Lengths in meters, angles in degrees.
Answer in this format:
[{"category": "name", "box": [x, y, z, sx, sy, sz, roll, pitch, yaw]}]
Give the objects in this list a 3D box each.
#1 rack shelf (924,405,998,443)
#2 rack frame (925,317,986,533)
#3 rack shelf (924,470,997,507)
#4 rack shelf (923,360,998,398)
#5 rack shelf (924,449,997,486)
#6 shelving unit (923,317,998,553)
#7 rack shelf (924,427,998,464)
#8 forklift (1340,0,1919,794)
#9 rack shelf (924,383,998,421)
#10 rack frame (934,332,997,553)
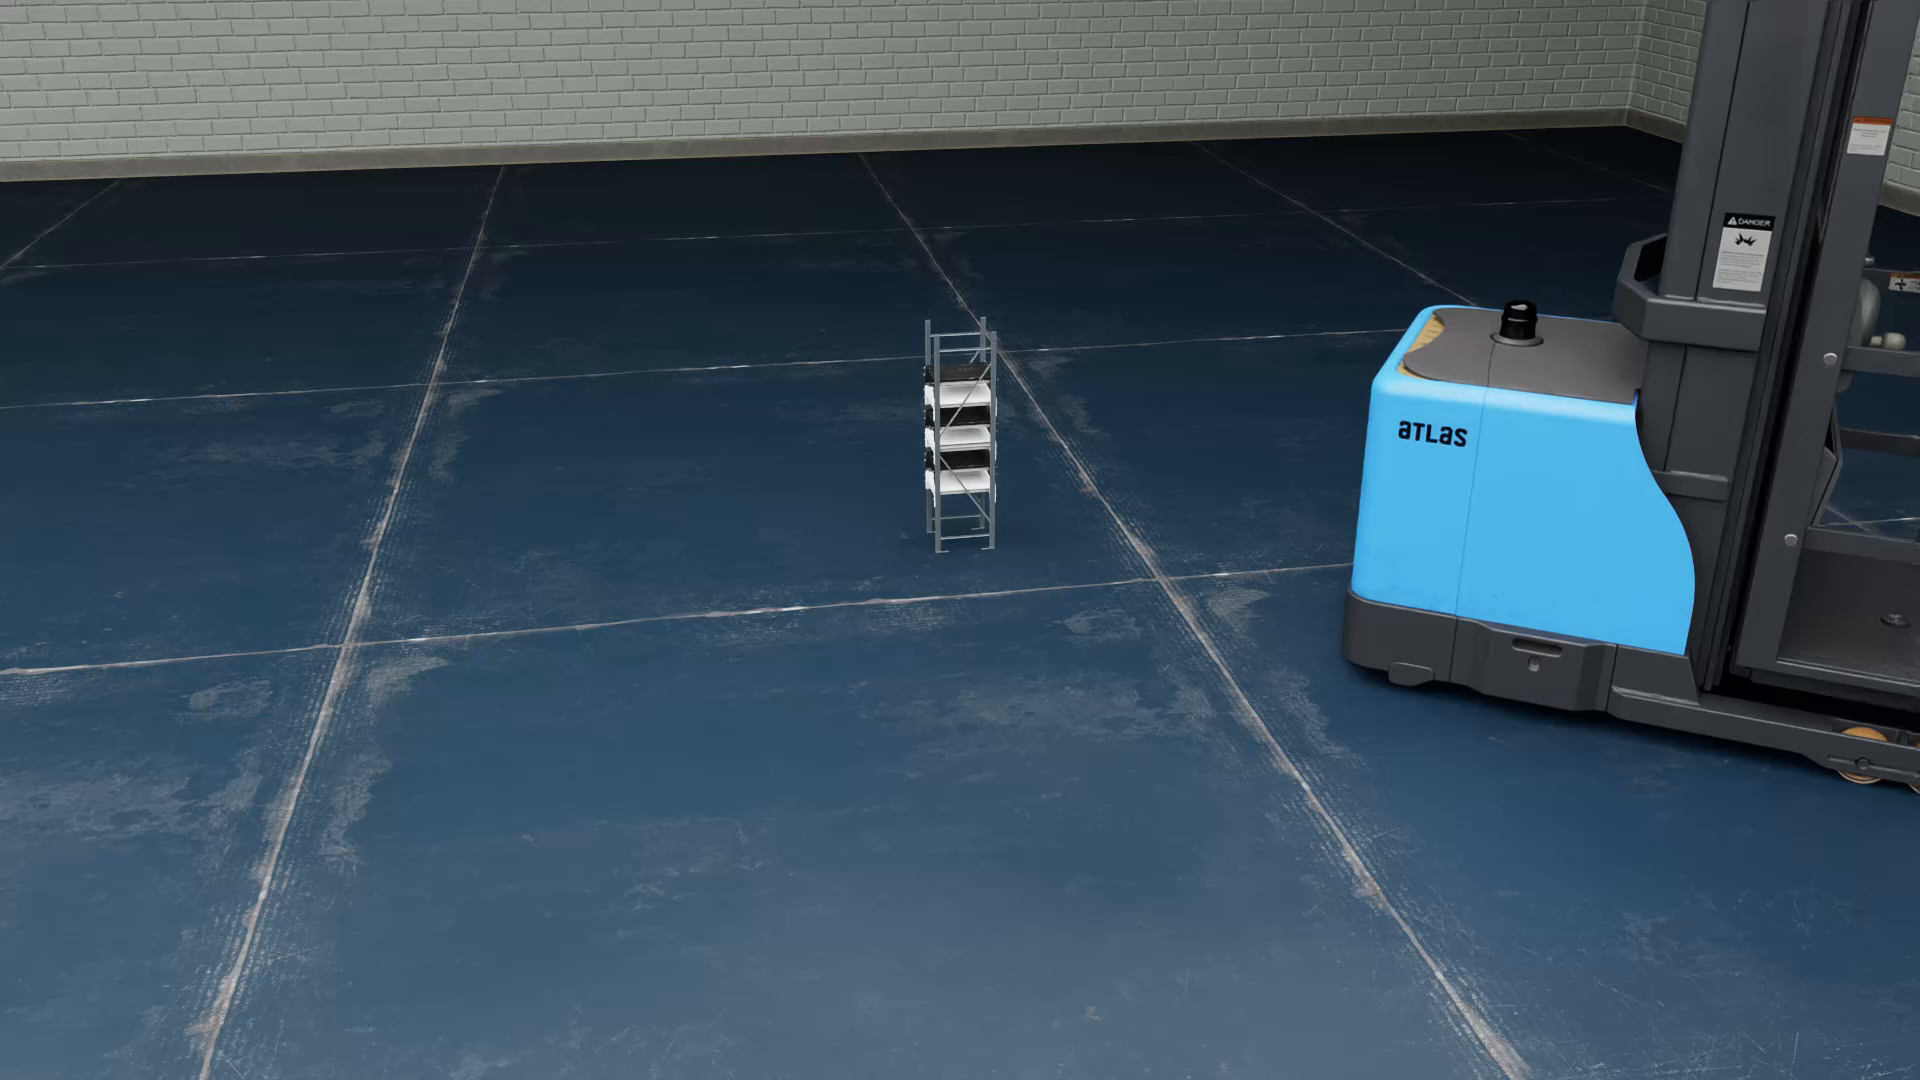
[{"category": "rack shelf", "box": [0.001, -0.461, 6.540, 0.258, 0.077, 0.200, -4, 24, -10]}, {"category": "rack frame", "box": [-0.017, -0.449, 6.654, 0.240, 0.900, 0.006, -4, 24, -10]}, {"category": "rack shelf", "box": [0.001, -0.214, 6.648, 0.258, 0.077, 0.200, -4, 24, -10]}, {"category": "rack shelf", "box": [0.001, -0.626, 6.468, 0.258, 0.077, 0.200, -4, 24, -10]}, {"category": "rack shelf", "box": [0.001, -0.296, 6.612, 0.258, 0.077, 0.200, -4, 24, -10]}, {"category": "shelving unit", "box": [0.001, -0.409, 6.563, 0.258, 0.900, 0.210, -4, 24, -10]}, {"category": "rack shelf", "box": [0.001, -0.379, 6.576, 0.258, 0.077, 0.200, -4, 24, -10]}, {"category": "forklift", "box": [2.865, -0.814, 4.951, 3.031, 2.935, 1.130, 10, 26, 22]}, {"category": "rack shelf", "box": [0.001, -0.544, 6.504, 0.258, 0.077, 0.200, -4, 24, -10]}, {"category": "rack frame", "box": [0.020, -0.369, 6.471, 0.240, 0.900, 0.006, -4, 24, -10]}]
